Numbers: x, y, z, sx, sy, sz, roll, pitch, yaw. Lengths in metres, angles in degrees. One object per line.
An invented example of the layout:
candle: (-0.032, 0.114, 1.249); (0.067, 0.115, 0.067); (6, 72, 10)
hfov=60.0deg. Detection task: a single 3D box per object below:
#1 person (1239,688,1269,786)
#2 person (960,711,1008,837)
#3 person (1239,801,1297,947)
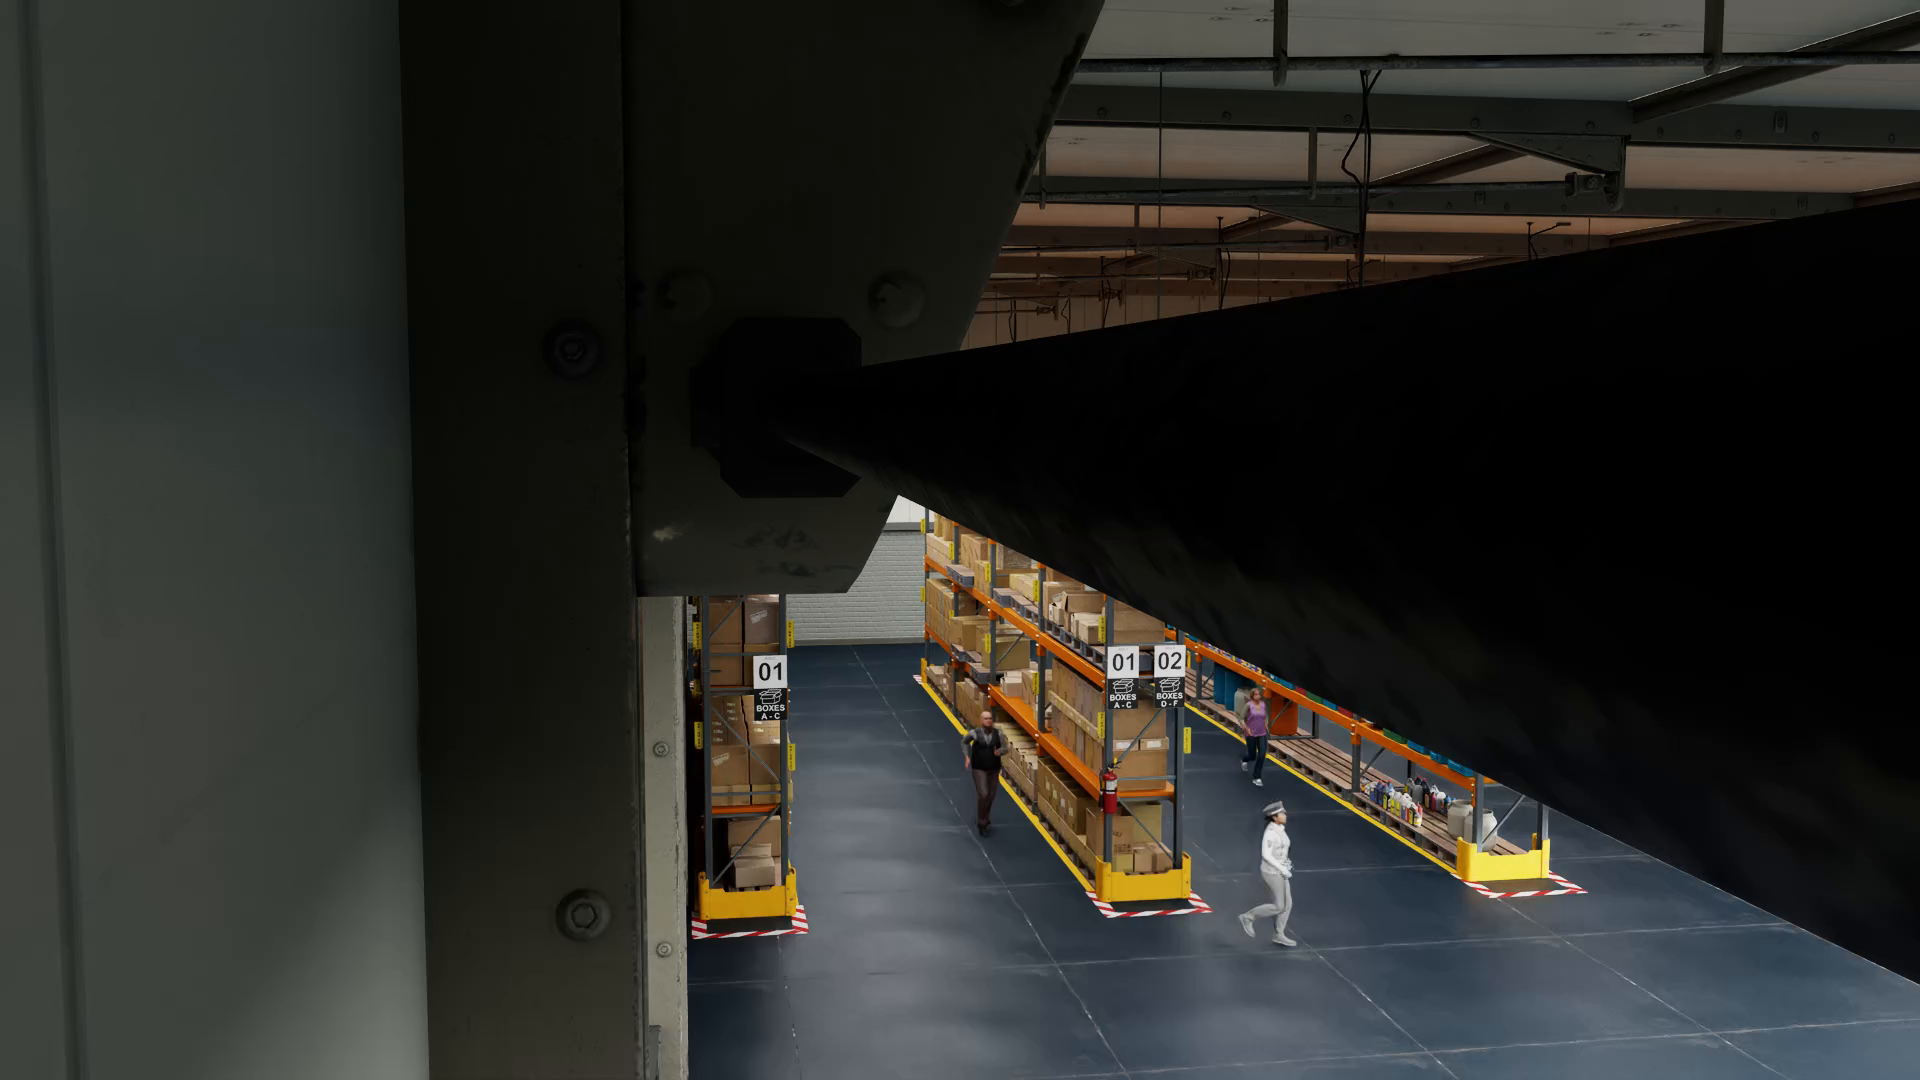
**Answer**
person: (4.799, 3.179, 27.062); (0.542, 1.573, 0.661); (-1, 5, -12)
person: (0.373, 3.363, 24.030); (0.625, 1.786, 0.770); (-2, 5, -18)
person: (3.568, 3.820, 19.160); (0.651, 1.681, 0.644); (2, 5, 19)
